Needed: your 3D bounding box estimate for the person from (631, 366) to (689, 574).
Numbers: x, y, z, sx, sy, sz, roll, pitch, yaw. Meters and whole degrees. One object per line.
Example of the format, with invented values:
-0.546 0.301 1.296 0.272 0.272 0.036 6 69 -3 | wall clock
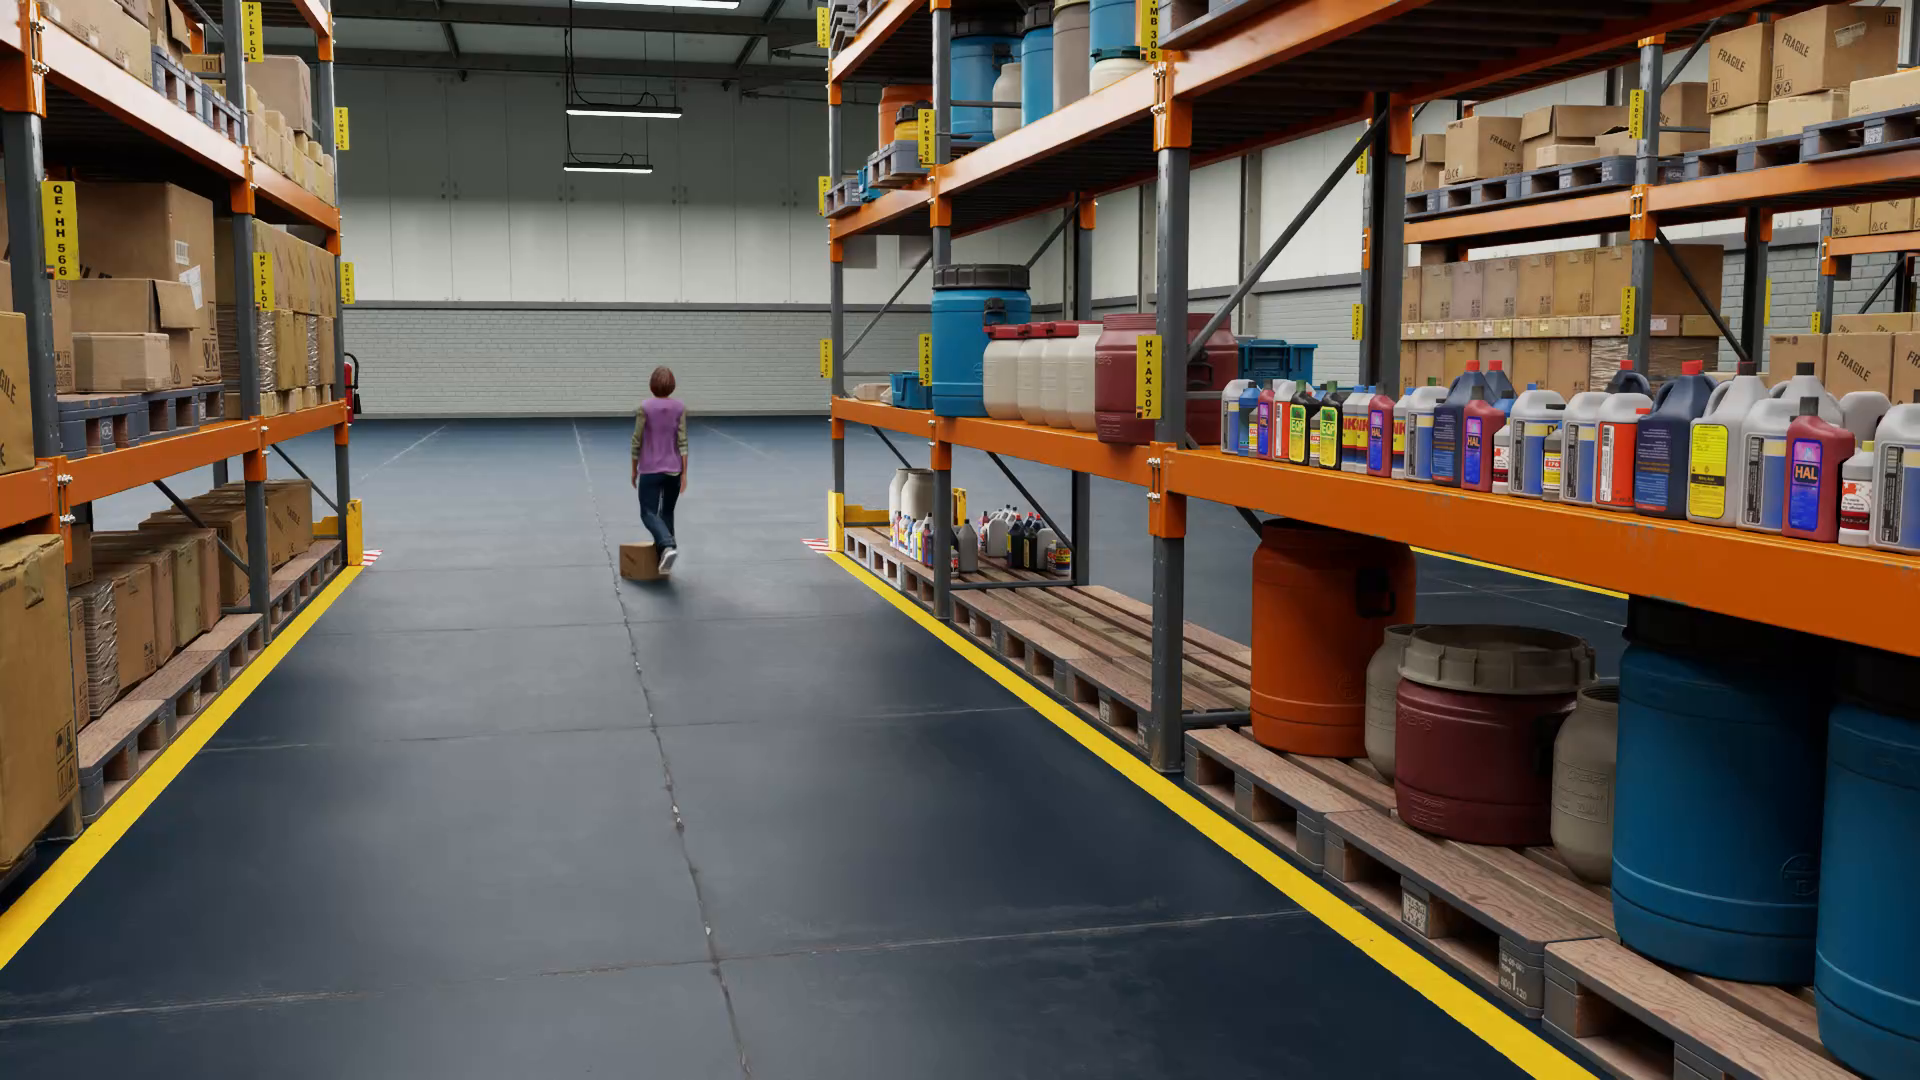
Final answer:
-2.208 -0.490 12.269 0.412 1.548 0.809 -3 7 -27 | person
